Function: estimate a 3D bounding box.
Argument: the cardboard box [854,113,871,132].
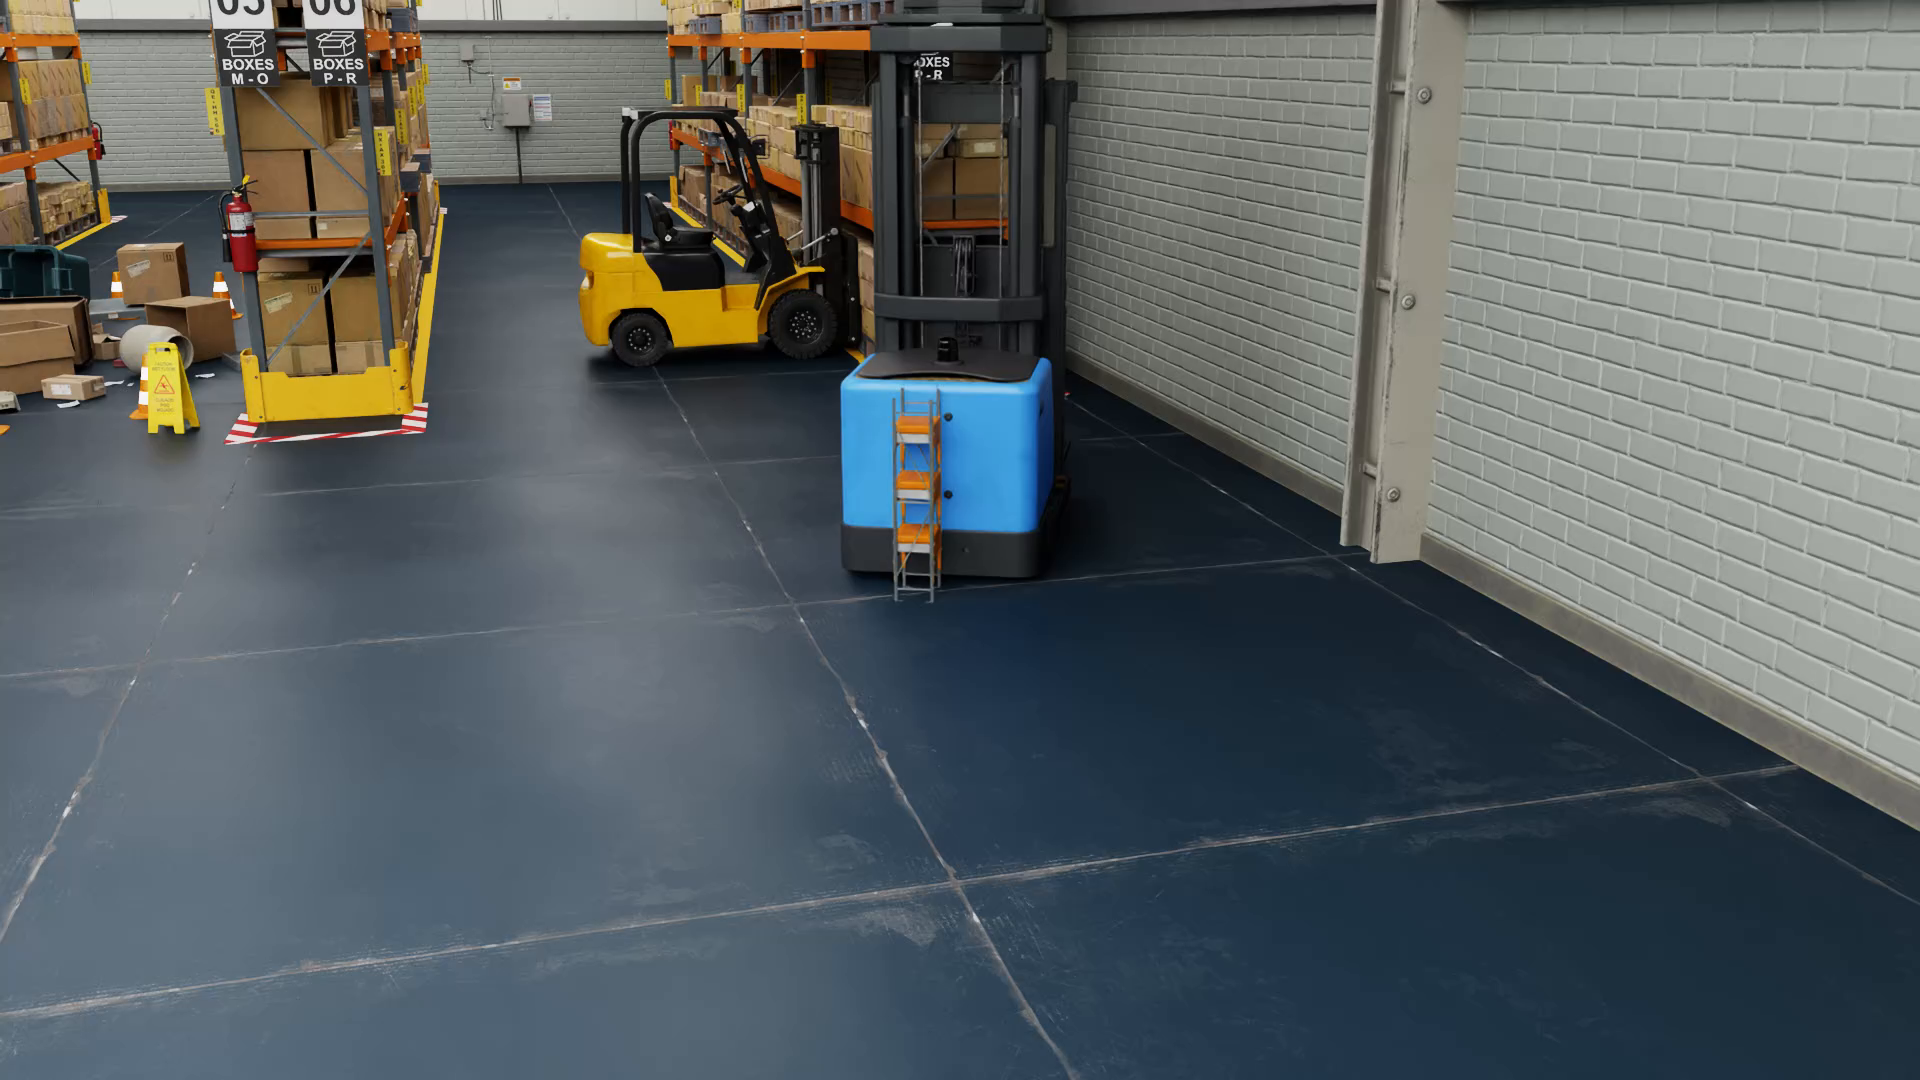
[{"bbox_3d":[-0.729,-3.699,14.734,0.380,0.149,0.250,-4,17,-14],"label":"cardboard box"}]

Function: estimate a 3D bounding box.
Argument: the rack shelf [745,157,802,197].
[{"bbox_3d":[-1.629,-4.086,19.090,1.077,0.370,4.000,-5,17,-15],"label":"rack shelf"}]

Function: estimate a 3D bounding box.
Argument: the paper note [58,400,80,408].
[{"bbox_3d":[-6.926,-1.059,12.925,0.148,0.019,0.142,-12,20,-34],"label":"paper note"}]

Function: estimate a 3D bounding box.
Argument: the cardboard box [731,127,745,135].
[{"bbox_3d":[-2.728,-5.216,21.308,0.380,0.149,0.250,-4,17,-14],"label":"cardboard box"}]

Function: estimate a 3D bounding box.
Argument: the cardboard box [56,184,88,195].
[{"bbox_3d":[-13.284,-5.242,24.881,0.380,0.149,0.250,-5,17,-16],"label":"cardboard box"}]

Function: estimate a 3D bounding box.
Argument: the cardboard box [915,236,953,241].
[{"bbox_3d":[-0.333,-2.701,15.542,0.500,0.250,0.500,-5,17,-16],"label":"cardboard box"}]

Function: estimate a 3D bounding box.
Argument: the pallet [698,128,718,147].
[{"bbox_3d":[-3.164,-5.768,23.775,1.003,0.211,1.213,-5,17,-15],"label":"pallet"}]

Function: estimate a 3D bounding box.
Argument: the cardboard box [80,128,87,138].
[{"bbox_3d":[-13.519,-6.195,25.300,0.380,0.149,0.250,-5,17,-15],"label":"cardboard box"}]

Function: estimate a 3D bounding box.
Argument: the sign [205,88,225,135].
[{"bbox_3d":[-5.291,-3.045,11.812,0.100,0.325,0.005,-5,17,-15],"label":"sign"}]

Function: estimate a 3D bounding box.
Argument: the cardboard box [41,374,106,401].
[{"bbox_3d":[-7.054,-1.214,13.237,0.380,0.149,0.250,4,17,13],"label":"cardboard box"}]

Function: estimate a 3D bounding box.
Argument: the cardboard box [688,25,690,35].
[{"bbox_3d":[-3.974,-7.839,25.557,0.380,0.149,0.250,-5,17,-15],"label":"cardboard box"}]

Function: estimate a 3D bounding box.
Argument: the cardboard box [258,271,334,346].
[{"bbox_3d":[-5.223,-1.822,13.048,0.500,0.500,0.500,-5,17,-15],"label":"cardboard box"}]

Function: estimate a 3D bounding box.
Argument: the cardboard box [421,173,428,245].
[{"bbox_3d":[-7.302,-4.218,21.244,0.875,0.875,0.875,-4,17,-15],"label":"cardboard box"}]

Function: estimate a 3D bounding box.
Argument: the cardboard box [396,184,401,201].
[{"bbox_3d":[-5.395,-3.230,15.428,0.380,0.149,0.250,-4,17,-14],"label":"cardboard box"}]

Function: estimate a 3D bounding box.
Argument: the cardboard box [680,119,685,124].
[{"bbox_3d":[-4.231,-6.841,26.755,0.500,0.250,0.500,-5,17,-16],"label":"cardboard box"}]

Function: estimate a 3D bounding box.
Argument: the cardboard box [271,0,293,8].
[{"bbox_3d":[-5.152,-4.005,12.099,0.500,0.250,0.500,-5,17,-16],"label":"cardboard box"}]

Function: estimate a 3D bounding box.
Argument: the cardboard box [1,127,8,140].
[{"bbox_3d":[-12.410,-5.192,21.229,0.380,0.149,0.250,-5,17,-15],"label":"cardboard box"}]

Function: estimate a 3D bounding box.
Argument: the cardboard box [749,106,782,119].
[{"bbox_3d":[-2.375,-5.231,20.350,0.380,0.149,0.250,-4,17,-14],"label":"cardboard box"}]

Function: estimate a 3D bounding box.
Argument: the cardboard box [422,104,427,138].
[{"bbox_3d":[-8.333,-6.315,25.087,0.500,0.500,0.500,-4,17,-14],"label":"cardboard box"}]

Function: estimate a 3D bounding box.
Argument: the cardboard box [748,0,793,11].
[{"bbox_3d":[-2.214,-6.497,19.576,0.500,0.500,0.500,-5,17,-15],"label":"cardboard box"}]

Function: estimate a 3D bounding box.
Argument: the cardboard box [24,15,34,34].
[{"bbox_3d":[-12.801,-6.929,22.351,0.500,0.250,0.500,-5,17,-16],"label":"cardboard box"}]

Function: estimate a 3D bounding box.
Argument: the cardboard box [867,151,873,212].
[{"bbox_3d":[-0.502,-3.078,14.312,0.500,0.500,0.500,-4,17,-14],"label":"cardboard box"}]

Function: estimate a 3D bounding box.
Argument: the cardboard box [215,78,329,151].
[{"bbox_3d":[-5.102,-3.170,12.364,0.700,0.500,0.500,-5,17,-17],"label":"cardboard box"}]

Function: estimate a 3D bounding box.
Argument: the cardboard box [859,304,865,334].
[{"bbox_3d":[-0.670,-2.037,15.070,0.500,0.250,0.500,-5,17,-15],"label":"cardboard box"}]

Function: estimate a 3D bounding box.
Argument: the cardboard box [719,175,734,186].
[{"bbox_3d":[-3.285,-5.214,24.083,0.380,0.149,0.250,-5,17,-17],"label":"cardboard box"}]

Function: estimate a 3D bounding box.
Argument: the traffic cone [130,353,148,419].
[{"bbox_3d":[-6.110,-1.179,12.573,0.336,0.463,0.334,-5,17,-15],"label":"traffic cone"}]

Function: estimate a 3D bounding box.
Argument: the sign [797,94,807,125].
[{"bbox_3d":[-1.599,-4.348,16.838,0.100,0.325,0.005,-5,17,-15],"label":"sign"}]

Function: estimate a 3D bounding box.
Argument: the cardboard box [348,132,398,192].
[{"bbox_3d":[-5.195,-3.286,14.485,0.500,0.500,0.500,-4,17,-14],"label":"cardboard box"}]

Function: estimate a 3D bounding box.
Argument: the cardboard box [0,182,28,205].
[{"bbox_3d":[-12.334,-4.454,21.378,0.500,0.250,0.500,-5,17,-17],"label":"cardboard box"}]

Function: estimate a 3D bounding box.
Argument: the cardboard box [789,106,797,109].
[{"bbox_3d":[-1.895,-5.268,20.474,0.380,0.149,0.250,-4,17,-13],"label":"cardboard box"}]

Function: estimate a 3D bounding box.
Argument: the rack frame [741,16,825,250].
[{"bbox_3d":[-2.179,-4.983,20.828,1.000,3.000,0.127,-5,17,-15],"label":"rack frame"}]

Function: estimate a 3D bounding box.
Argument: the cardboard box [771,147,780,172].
[{"bbox_3d":[-1.869,-4.345,18.962,0.500,0.250,0.500,-4,17,-13],"label":"cardboard box"}]

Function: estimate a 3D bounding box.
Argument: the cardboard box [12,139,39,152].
[{"bbox_3d":[-12.545,-5.261,22.189,0.380,0.149,0.250,-4,17,-13],"label":"cardboard box"}]

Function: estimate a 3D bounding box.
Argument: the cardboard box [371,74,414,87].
[{"bbox_3d":[-7.416,-5.835,21.752,0.500,0.500,0.500,-4,17,-14],"label":"cardboard box"}]

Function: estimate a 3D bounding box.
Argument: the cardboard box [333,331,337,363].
[{"bbox_3d":[-5.368,-1.608,13.640,0.500,0.250,0.500,-5,17,-15],"label":"cardboard box"}]

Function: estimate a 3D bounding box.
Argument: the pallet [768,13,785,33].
[{"bbox_3d":[-1.596,-5.840,18.794,1.003,0.211,1.213,-4,17,-13],"label":"pallet"}]

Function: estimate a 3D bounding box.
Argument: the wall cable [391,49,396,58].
[{"bbox_3d":[-10.721,-8.862,31.921,0.585,1.953,0.123,-5,17,-15],"label":"wall cable"}]

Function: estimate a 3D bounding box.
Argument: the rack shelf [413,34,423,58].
[{"bbox_3d":[-8.599,-7.342,24.716,1.077,0.370,4.000,-5,17,-15],"label":"rack shelf"}]

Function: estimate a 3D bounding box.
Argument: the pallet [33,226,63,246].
[{"bbox_3d":[-13.000,-4.125,22.816,1.003,0.211,1.213,-5,17,-15],"label":"pallet"}]

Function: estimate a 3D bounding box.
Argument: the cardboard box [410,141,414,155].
[{"bbox_3d":[-6.228,-4.319,18.323,0.380,0.149,0.250,-4,17,-14],"label":"cardboard box"}]

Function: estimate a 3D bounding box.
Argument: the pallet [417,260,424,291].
[{"bbox_3d":[-6.737,-3.038,19.200,1.003,0.211,1.213,-5,17,-15],"label":"pallet"}]

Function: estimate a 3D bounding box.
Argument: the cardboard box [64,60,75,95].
[{"bbox_3d":[-13.377,-6.806,24.466,0.500,0.500,0.500,-5,18,-17],"label":"cardboard box"}]

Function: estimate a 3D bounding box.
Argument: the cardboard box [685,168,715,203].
[{"bbox_3d":[-4.103,-5.784,27.109,0.700,0.500,0.500,-4,17,-13],"label":"cardboard box"}]

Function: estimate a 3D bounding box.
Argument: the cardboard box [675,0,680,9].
[{"bbox_3d":[-4.224,-8.520,26.264,0.500,0.250,0.500,-5,17,-16],"label":"cardboard box"}]

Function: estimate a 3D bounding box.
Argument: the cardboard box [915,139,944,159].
[{"bbox_3d":[-0.345,-3.203,13.599,0.380,0.149,0.250,-4,17,-14],"label":"cardboard box"}]

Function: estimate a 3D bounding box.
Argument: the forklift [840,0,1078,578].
[{"bbox_3d":[0.089,-1.588,9.644,1.130,2.935,3.031,2,17,8],"label":"forklift"}]

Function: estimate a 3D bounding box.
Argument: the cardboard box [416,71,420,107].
[{"bbox_3d":[-8.081,-6.514,24.013,0.500,0.500,0.500,-5,17,-16],"label":"cardboard box"}]

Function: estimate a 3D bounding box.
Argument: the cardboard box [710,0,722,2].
[{"bbox_3d":[-3.138,-7.259,22.206,0.380,0.149,0.250,-5,17,-15],"label":"cardboard box"}]

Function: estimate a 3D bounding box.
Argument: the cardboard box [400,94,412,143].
[{"bbox_3d":[-6.266,-4.596,18.118,0.500,0.500,0.500,-6,18,-19],"label":"cardboard box"}]

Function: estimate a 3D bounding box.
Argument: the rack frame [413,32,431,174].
[{"bbox_3d":[-9.149,-6.803,26.885,1.000,3.000,0.127,-5,17,-15],"label":"rack frame"}]

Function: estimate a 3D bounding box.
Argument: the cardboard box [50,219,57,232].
[{"bbox_3d":[-12.646,-4.313,22.821,0.380,0.149,0.250,-4,17,-14],"label":"cardboard box"}]

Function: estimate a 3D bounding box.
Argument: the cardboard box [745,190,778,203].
[{"bbox_3d":[-2.558,-4.415,21.422,0.380,0.149,0.250,-6,18,-18],"label":"cardboard box"}]

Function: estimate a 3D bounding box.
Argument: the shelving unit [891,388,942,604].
[{"bbox_3d":[-0.216,-0.221,8.362,0.215,1.050,0.252,2,17,8],"label":"shelving unit"}]
